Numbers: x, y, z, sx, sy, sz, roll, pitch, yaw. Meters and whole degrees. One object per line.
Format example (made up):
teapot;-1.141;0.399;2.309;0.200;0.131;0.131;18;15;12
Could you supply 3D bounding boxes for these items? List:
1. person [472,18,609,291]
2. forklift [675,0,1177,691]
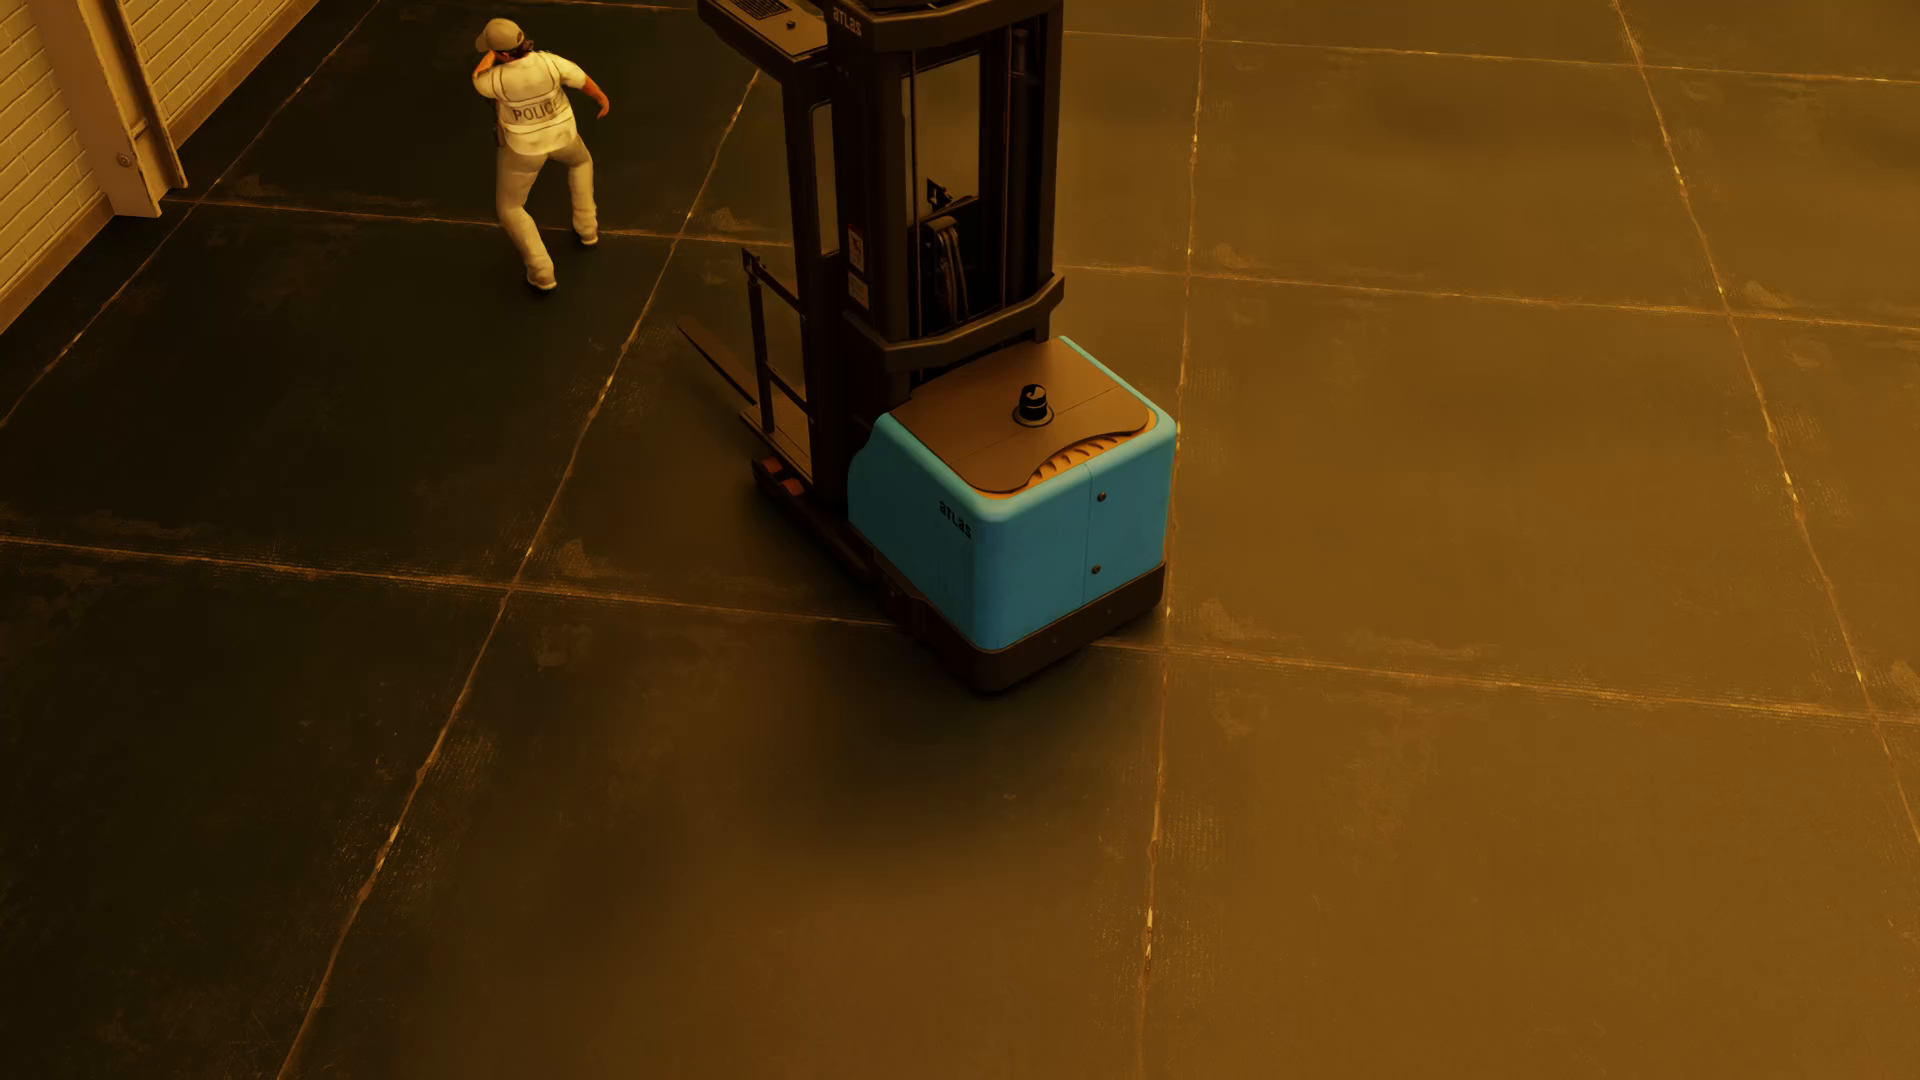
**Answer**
person;-2.303;-2.284;9.242;0.789;1.519;0.837;-29;50;-28
forklift;-0.356;-1.390;7.238;1.130;2.935;3.031;-26;49;-26
